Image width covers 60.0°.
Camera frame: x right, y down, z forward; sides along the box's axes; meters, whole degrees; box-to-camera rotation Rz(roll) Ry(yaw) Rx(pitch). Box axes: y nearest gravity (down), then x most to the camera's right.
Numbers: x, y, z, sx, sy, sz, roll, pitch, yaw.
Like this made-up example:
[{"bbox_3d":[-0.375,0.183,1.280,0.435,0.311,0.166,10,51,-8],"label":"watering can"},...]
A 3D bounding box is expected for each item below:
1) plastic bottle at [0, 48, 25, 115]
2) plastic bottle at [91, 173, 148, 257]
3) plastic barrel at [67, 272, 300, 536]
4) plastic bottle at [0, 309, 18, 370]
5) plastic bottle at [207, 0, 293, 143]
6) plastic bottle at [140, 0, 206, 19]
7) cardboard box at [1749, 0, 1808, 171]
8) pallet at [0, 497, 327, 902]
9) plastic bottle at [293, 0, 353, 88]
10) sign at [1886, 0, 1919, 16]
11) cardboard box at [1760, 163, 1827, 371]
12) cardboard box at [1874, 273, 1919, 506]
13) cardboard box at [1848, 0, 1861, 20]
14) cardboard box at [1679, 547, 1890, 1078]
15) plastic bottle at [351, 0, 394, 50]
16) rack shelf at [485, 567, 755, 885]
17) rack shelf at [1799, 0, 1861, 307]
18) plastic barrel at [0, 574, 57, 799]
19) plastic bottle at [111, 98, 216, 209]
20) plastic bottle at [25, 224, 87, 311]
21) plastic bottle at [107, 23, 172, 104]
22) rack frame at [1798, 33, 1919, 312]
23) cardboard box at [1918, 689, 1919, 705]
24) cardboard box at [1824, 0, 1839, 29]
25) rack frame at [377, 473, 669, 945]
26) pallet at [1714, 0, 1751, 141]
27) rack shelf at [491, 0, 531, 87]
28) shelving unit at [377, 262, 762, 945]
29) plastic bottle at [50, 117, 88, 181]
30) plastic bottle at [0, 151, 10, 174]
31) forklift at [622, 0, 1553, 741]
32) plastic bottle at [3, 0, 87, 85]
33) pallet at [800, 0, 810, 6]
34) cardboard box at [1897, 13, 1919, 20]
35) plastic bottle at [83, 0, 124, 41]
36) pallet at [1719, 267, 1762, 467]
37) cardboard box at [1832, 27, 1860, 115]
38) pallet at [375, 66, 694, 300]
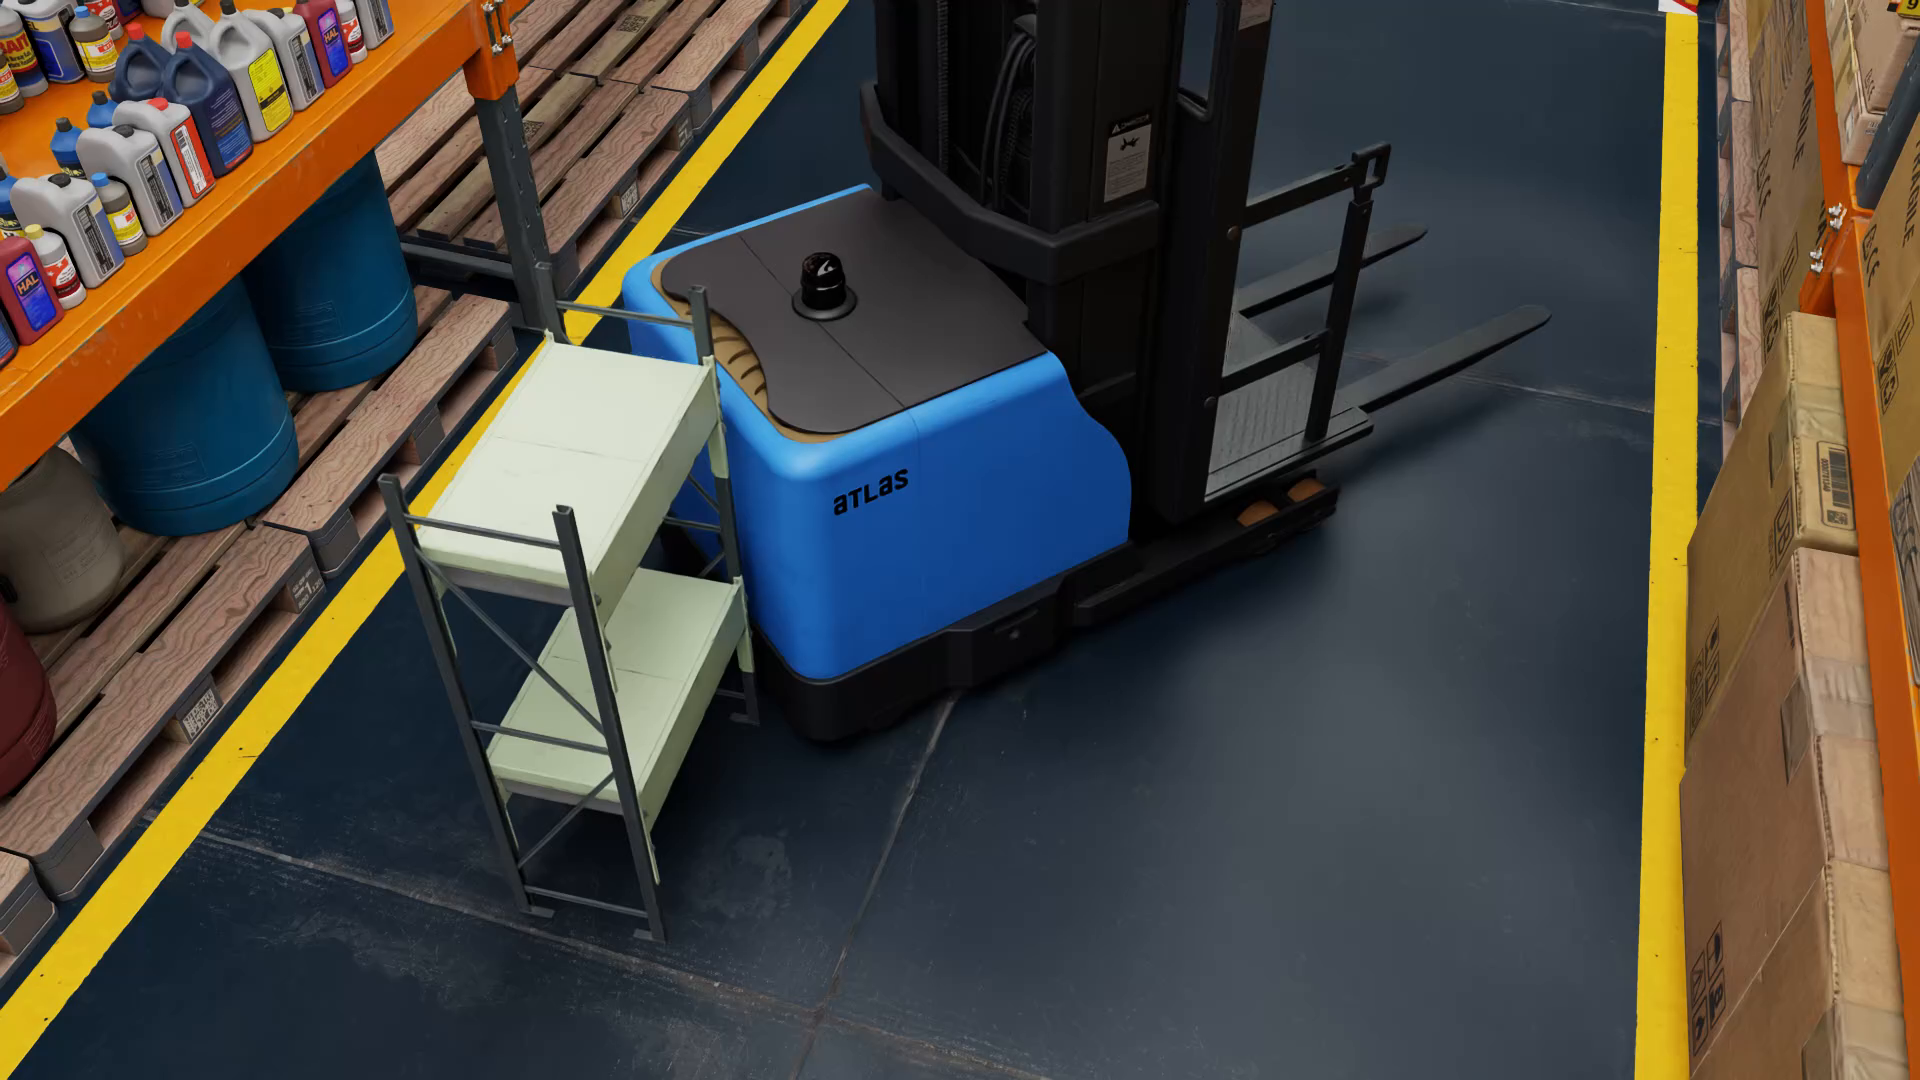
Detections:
[{"bbox_3d":[-2.651,-1.278,4.553,0.097,0.201,0.097,0,44,0],"label":"plastic bottle"},{"bbox_3d":[-2.071,-0.802,4.067,0.097,0.201,0.097,0,44,0],"label":"plastic bottle"},{"bbox_3d":[-2.342,-0.526,4.843,0.600,0.901,0.708,13,46,13],"label":"plastic barrel"},{"bbox_3d":[-2.246,-0.523,3.675,0.144,0.351,0.185,13,46,13],"label":"plastic bottle"},{"bbox_3d":[-1.913,-1.257,4.425,0.144,0.351,0.185,13,46,13],"label":"plastic bottle"},{"bbox_3d":[-2.374,-1.746,4.925,0.144,0.351,0.185,13,46,13],"label":"plastic bottle"},{"bbox_3d":[3.592,-1.915,6.281,0.875,0.875,0.875,13,46,13],"label":"cardboard box"},{"bbox_3d":[-2.587,0.361,4.730,1.003,0.211,1.213,13,46,13],"label":"pallet"},{"bbox_3d":[-1.784,-1.420,4.640,0.061,0.283,0.133,13,46,13],"label":"plastic bottle"},{"bbox_3d":[2.245,-1.362,3.822,0.100,0.325,0.005,13,46,13],"label":"sign"},{"bbox_3d":[3.050,-0.722,5.062,0.875,0.875,0.875,13,46,13],"label":"cardboard box"},{"bbox_3d":[2.245,-0.355,3.396,0.500,0.500,0.500,13,46,13],"label":"cardboard box"},{"bbox_3d":[2.812,-1.656,4.692,0.500,0.250,0.500,14,46,14],"label":"cardboard box"},{"bbox_3d":[2.330,0.728,3.580,1.225,0.875,0.875,11,45,11],"label":"cardboard box"},{"bbox_3d":[-1.758,-1.581,4.810,0.152,0.276,0.135,13,46,13],"label":"plastic bottle"},{"bbox_3d":[-0.847,0.431,4.203,0.431,0.370,0.720,10,45,10],"label":"rack shelf"},{"bbox_3d":[3.380,-1.984,5.647,1.077,0.370,4.000,13,46,13],"label":"rack shelf"},{"bbox_3d":[-2.684,0.339,4.183,0.600,0.588,0.708,13,46,13],"label":"plastic barrel"},{"bbox_3d":[-2.021,-1.002,4.218,0.152,0.276,0.135,13,46,13],"label":"plastic bottle"},{"bbox_3d":[-2.141,-0.648,3.909,0.097,0.201,0.097,0,44,0],"label":"plastic bottle"},{"bbox_3d":[-2.106,-1.165,4.331,0.144,0.351,0.185,13,46,13],"label":"plastic bottle"},{"bbox_3d":[2.774,-0.908,4.033,1.000,3.000,0.127,13,46,13],"label":"rack frame"},{"bbox_3d":[1.942,0.324,2.702,0.500,0.500,0.500,13,46,13],"label":"cardboard box"},{"bbox_3d":[2.788,-1.605,4.925,0.380,0.149,0.250,13,46,13],"label":"cardboard box"},{"bbox_3d":[-0.935,0.447,3.721,0.400,1.500,0.023,10,45,10],"label":"rack frame"},{"bbox_3d":[3.818,-2.028,7.171,1.003,0.211,1.213,13,46,13],"label":"pallet"},{"bbox_3d":[-1.341,-3.033,6.719,1.077,0.370,4.000,13,46,13],"label":"rack shelf"},{"bbox_3d":[-0.847,0.198,3.975,0.431,1.500,0.755,10,45,10],"label":"shelving unit"},{"bbox_3d":[-2.186,-0.924,4.142,0.097,0.271,0.097,0,44,0],"label":"plastic bottle"},{"bbox_3d":[-2.585,-1.035,4.252,0.152,0.276,0.135,13,46,13],"label":"plastic bottle"},{"bbox_3d":[0.590,-1.293,4.476,3.031,2.935,1.130,-24,49,-23],"label":"forklift"},{"bbox_3d":[-2.560,-1.441,4.666,0.152,0.276,0.135,13,46,13],"label":"plastic bottle"},{"bbox_3d":[-1.022,-3.085,8.252,1.003,0.211,1.213,13,46,13],"label":"pallet"},{"bbox_3d":[2.658,-1.592,4.090,0.500,0.500,0.500,14,46,14],"label":"cardboard box"},{"bbox_3d":[-2.522,-1.562,4.844,0.097,0.201,0.097,0,44,0],"label":"plastic bottle"},{"bbox_3d":[3.079,-0.401,5.509,1.003,0.211,1.213,13,46,13],"label":"pallet"},{"bbox_3d":[2.632,-1.263,4.575,0.380,0.149,0.250,13,46,13],"label":"cardboard box"},{"bbox_3d":[-1.761,-1.459,6.590,1.003,0.211,1.213,13,46,13],"label":"pallet"}]
